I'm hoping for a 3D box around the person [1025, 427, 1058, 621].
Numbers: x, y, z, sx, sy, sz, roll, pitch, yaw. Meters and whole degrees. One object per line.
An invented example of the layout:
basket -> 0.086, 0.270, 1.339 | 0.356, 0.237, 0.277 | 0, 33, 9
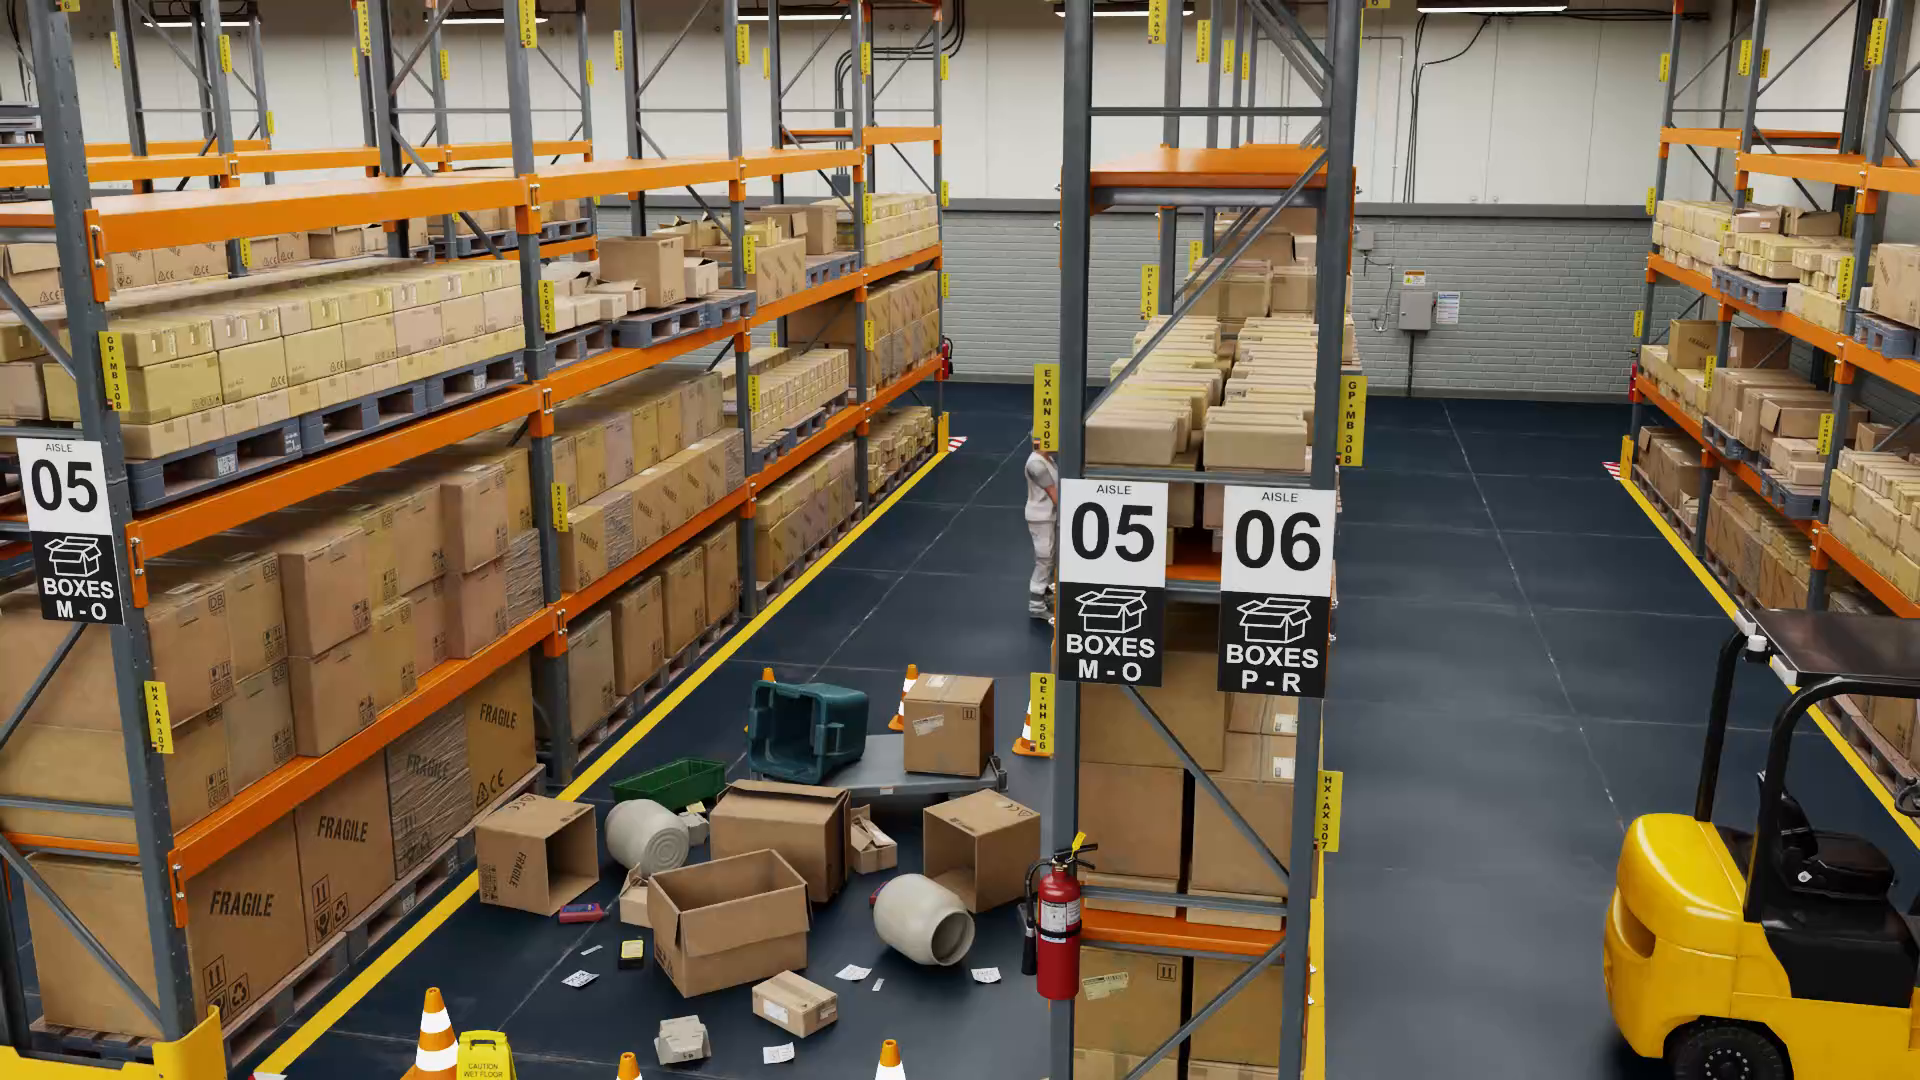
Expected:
person -> 0.871, -0.174, 15.137 | 0.549, 1.786, 0.495 | 3, 15, 11
